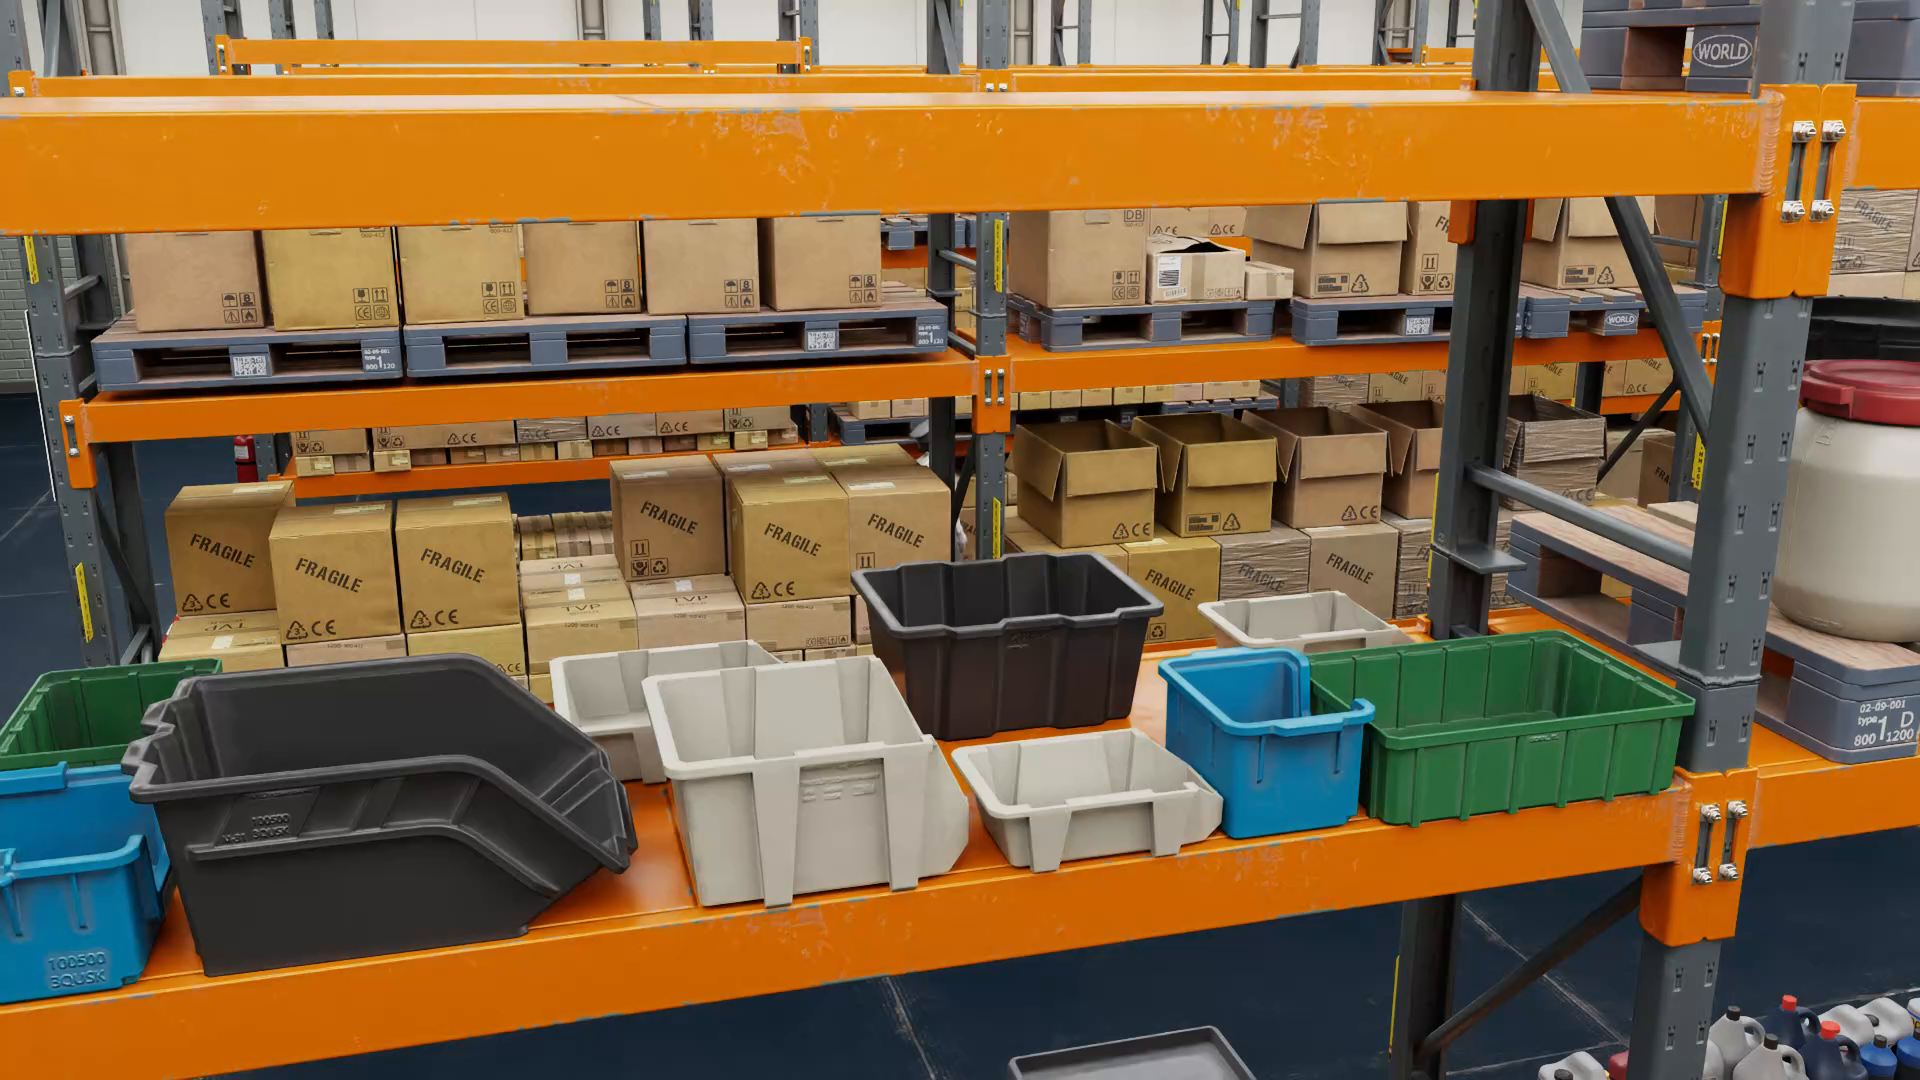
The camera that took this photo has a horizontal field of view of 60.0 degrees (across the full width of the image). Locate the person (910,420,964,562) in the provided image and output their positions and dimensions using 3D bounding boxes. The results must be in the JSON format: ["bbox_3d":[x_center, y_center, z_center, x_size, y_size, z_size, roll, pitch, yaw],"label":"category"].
[{"bbox_3d":[-0.078,-0.070,12.182,0.534,1.695,0.583,-5,17,-15],"label":"person"}]
